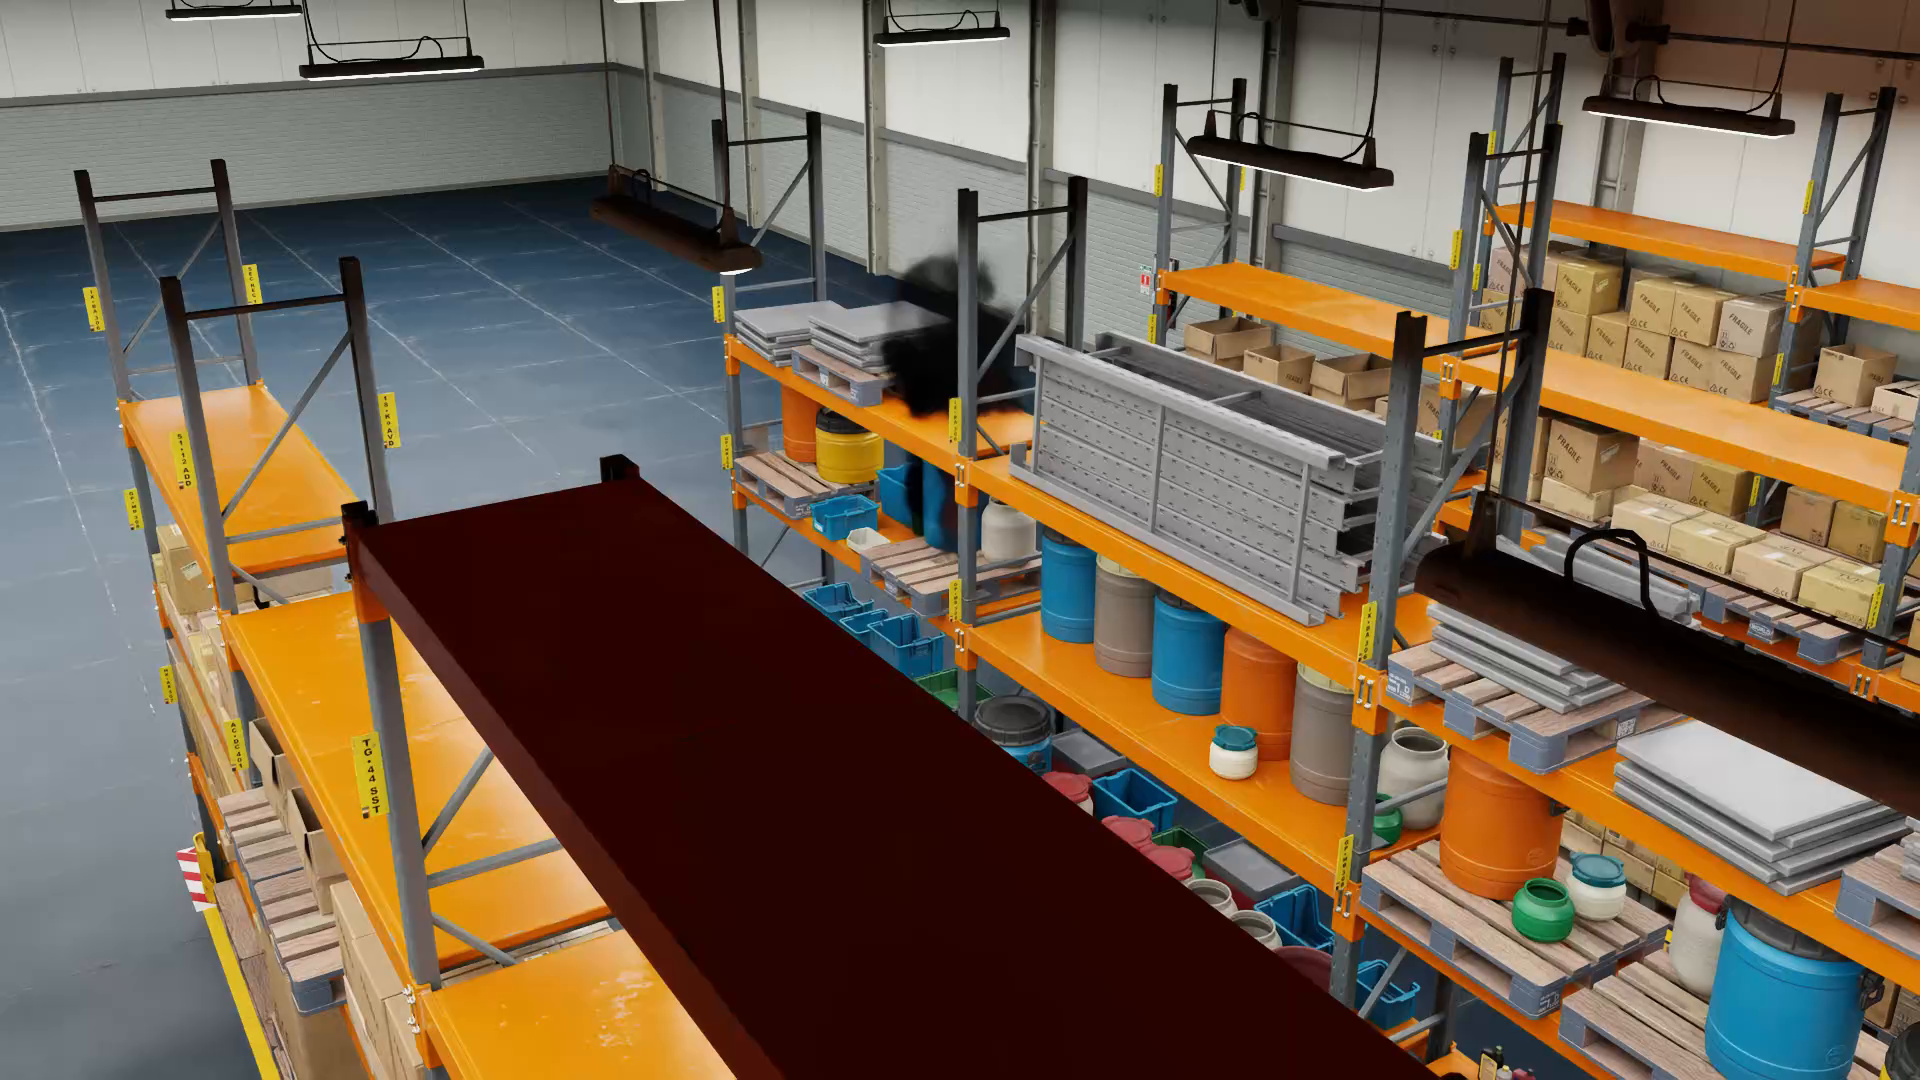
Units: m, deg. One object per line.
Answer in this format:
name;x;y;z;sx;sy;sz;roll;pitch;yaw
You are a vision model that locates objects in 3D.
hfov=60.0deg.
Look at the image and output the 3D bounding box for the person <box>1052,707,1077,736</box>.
person;0.928;1.302;15.187;0.581;1.719;0.766;-12;25;-27
